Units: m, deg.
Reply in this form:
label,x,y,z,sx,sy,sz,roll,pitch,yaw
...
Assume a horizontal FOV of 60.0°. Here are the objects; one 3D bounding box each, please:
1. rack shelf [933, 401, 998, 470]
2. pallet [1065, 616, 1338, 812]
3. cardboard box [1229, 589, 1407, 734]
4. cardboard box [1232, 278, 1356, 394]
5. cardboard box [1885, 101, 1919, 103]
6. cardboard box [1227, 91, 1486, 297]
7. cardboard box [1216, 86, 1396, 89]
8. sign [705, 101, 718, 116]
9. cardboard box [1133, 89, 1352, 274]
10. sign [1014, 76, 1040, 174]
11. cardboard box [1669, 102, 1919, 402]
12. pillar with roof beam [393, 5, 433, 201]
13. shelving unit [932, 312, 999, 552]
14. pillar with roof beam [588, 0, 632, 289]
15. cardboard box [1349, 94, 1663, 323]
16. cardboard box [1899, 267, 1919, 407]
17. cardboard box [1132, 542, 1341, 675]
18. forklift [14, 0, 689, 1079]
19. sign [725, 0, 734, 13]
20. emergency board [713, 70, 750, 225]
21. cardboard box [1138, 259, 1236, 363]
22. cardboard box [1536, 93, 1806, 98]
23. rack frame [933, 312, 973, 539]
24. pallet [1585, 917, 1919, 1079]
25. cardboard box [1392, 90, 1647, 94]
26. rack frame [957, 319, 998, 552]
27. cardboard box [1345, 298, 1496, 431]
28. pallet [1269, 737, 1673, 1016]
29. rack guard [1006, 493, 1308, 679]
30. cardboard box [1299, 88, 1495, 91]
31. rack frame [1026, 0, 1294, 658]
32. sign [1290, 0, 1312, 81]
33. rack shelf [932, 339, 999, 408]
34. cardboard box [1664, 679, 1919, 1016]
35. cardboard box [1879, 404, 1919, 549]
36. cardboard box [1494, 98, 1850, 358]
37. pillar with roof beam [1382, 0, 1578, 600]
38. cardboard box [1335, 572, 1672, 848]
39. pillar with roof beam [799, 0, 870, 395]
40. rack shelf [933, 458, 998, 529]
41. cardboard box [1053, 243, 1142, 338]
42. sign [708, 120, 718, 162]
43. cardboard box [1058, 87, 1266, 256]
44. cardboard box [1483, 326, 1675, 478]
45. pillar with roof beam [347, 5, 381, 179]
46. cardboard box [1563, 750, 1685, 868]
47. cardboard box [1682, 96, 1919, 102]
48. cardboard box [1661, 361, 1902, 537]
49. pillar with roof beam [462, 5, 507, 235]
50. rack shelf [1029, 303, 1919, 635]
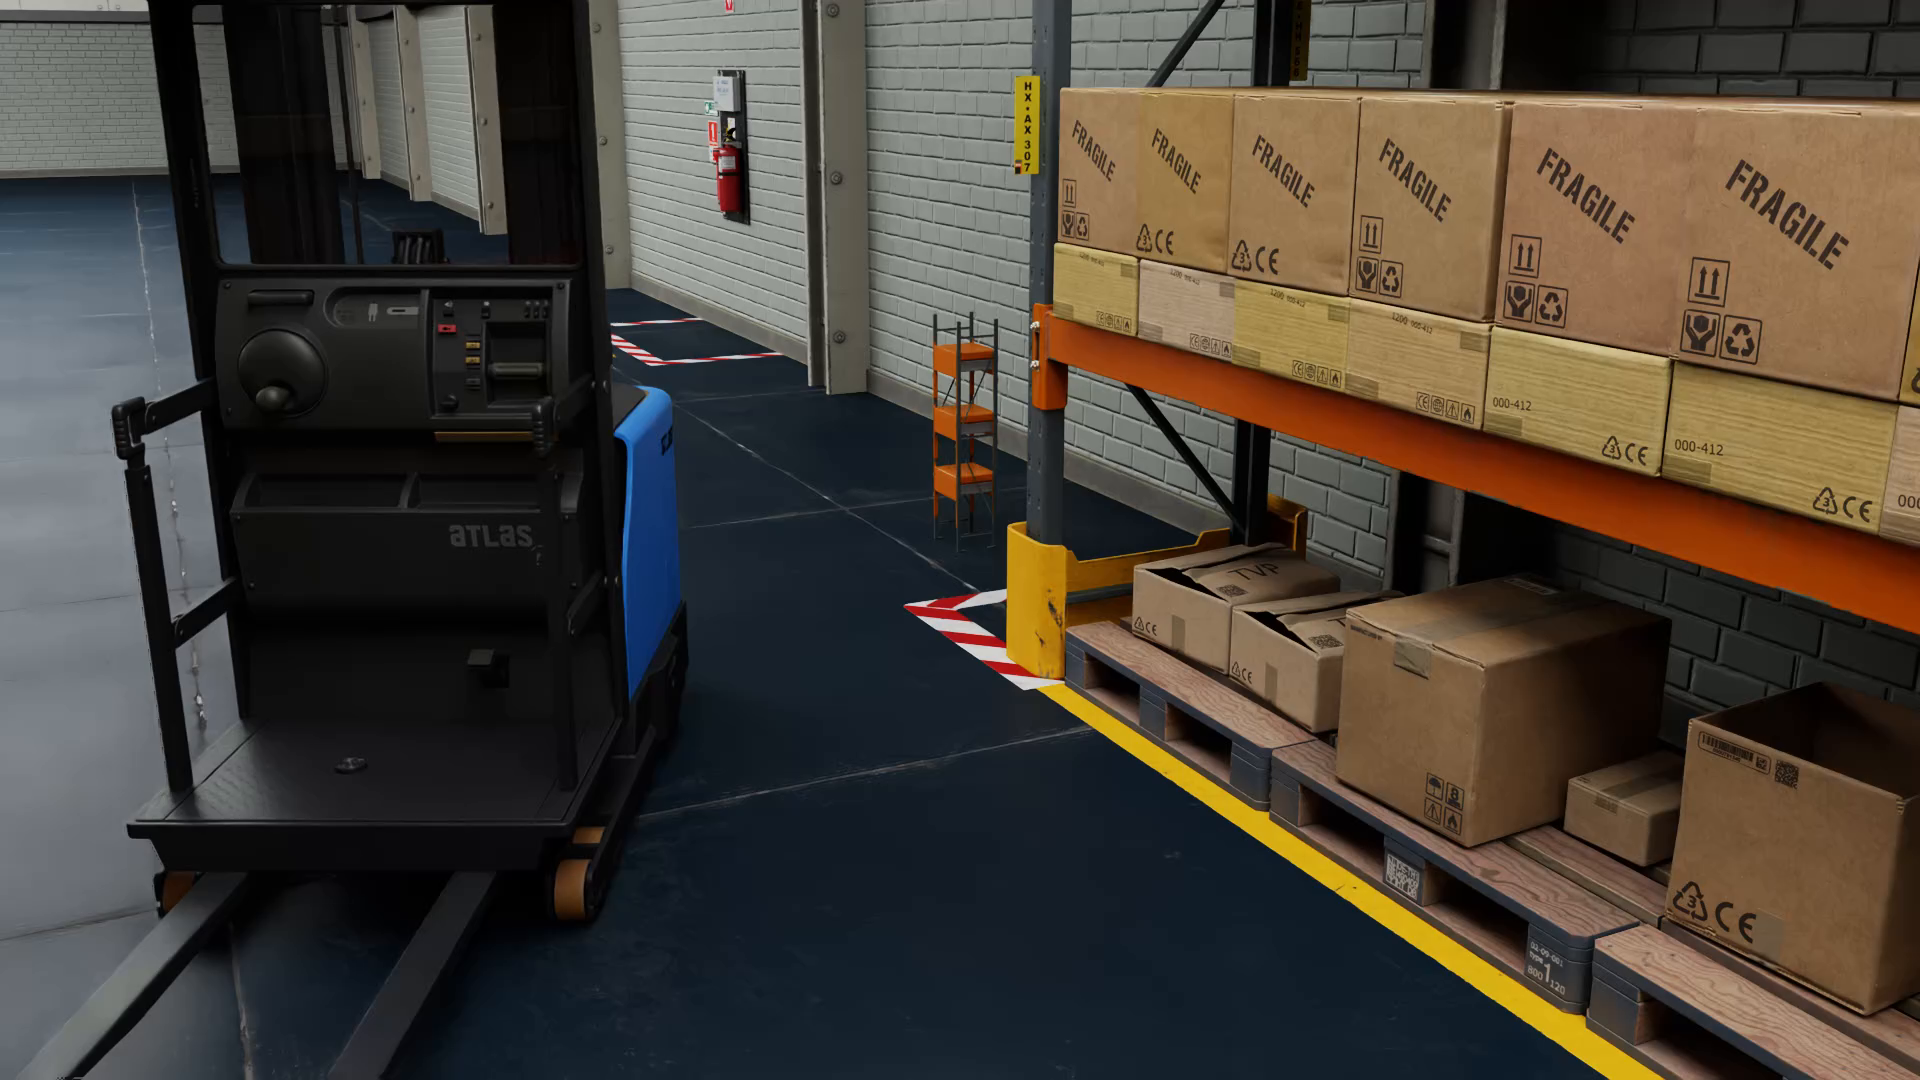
label,x,y,z,sx,sy,sz,roll,pitch,yaw
rack shelf,0.023,-0.481,7.563,0.215,0.259,0.240,-8,18,-25
pallet,1.077,0.500,5.625,1.003,0.211,1.213,-8,18,-25
cardboard box,1.192,0.340,5.204,0.500,0.311,0.500,-6,17,-20
cardboard box,1.106,-0.589,4.600,0.500,0.250,0.500,-8,18,-26
cardboard box,2.231,-0.641,3.423,0.500,0.500,0.500,-8,18,-25
cardboard box,1.087,-0.955,4.518,0.500,0.500,0.500,-8,18,-27
cardboard box,1.117,-1.271,5.619,0.500,0.500,0.500,-8,18,-26
sign,-2.028,-3.520,13.553,0.001,0.109,0.331,-8,18,-25
cardboard box,0.866,-1.084,4.967,0.500,0.500,0.500,-8,18,-25
sign,0.232,-1.415,5.675,0.100,0.325,0.005,-8,18,-25
cardboard box,1.763,-0.574,3.188,0.500,0.500,0.500,-8,18,-25
pillar with roof beam,-12.580,-9.310,23.879,9.100,9.000,0.400,-8,18,-25
shelving unit,0.023,-0.491,7.560,0.215,1.050,0.252,-8,18,-25
pillar with roof beam,-7.323,-6.334,13.510,9.100,9.000,0.400,-8,18,-25
cardboard box,1.324,-0.829,4.077,0.500,0.500,0.500,-7,17,-23
cardboard box,1.987,-0.451,2.759,0.500,0.500,0.500,-8,18,-25
cardboard box,0.942,0.199,5.697,0.500,0.311,0.500,-10,19,-31
forklift,-1.493,-0.504,4.193,1.130,2.935,3.031,0,16,0
sign,-1.787,-4.229,12.847,0.001,0.298,0.199,-8,18,-25
emergency board,-1.873,-3.101,13.118,0.194,1.169,0.643,-8,18,-25
cardboard box,0.888,-0.716,5.042,0.500,0.250,0.500,-8,18,-27
cardboard box,1.780,-0.893,4.300,0.500,0.500,0.500,-7,18,-24
rack frame,-0.030,-0.522,7.665,0.200,1.050,0.008,-8,18,-25
pallet,2.146,1.105,3.516,1.003,0.211,1.213,-8,18,-25
cardboard box,1.559,-1.018,4.735,0.500,0.500,0.500,-8,18,-26
rack frame,0.077,-0.461,7.454,0.200,1.050,0.008,-8,18,-25
cardboard box,1.326,-0.463,4.162,0.500,0.250,0.500,-7,18,-24
pallet,1.608,0.802,4.572,1.003,0.211,1.213,-8,18,-25
rack guard,0.753,0.156,6.302,1.175,0.500,0.348,-8,18,-25
cardboard box,1.329,-1.145,5.180,0.500,0.500,0.500,-7,18,-24
rack frame,0.720,-1.065,6.023,1.000,3.000,0.127,-8,18,-25
sign,1.227,-1.835,6.036,0.100,0.325,0.005,-8,18,-25
rack shelf,0.023,-0.754,7.484,0.215,0.259,0.240,-8,18,-25
cardboard box,1.981,0.665,3.730,0.500,0.500,0.500,-9,18,-29
cardboard box,1.992,-0.091,2.866,0.500,0.250,0.500,-8,18,-25
cardboard box,1.552,-0.700,3.628,0.500,0.500,0.500,-8,18,-26
pillar with roof beam,-2.066,-3.359,3.142,9.100,9.000,0.400,-8,18,-25
cardboard box,1.468,0.437,4.523,0.700,0.500,0.500,-9,18,-28
pillar with roof beam,-4.695,-4.847,8.326,9.100,9.000,0.400,-8,18,-25
rack shelf,0.023,-0.214,7.639,0.215,0.259,0.240,-8,18,-25
cardboard box,0.648,-0.843,5.485,0.500,0.250,0.500,-8,18,-27
sign,-2.022,-3.267,13.634,0.001,0.329,0.234,-8,18,-25
cardboard box,0.659,-1.208,5.398,0.500,0.500,0.500,-8,18,-25
cardboard box,1.547,-0.339,3.728,0.500,0.250,0.500,-8,18,-25
pillar with roof beam,-15.209,-10.798,29.063,9.100,9.000,0.400,-8,18,-25
cardboard box,1.789,0.687,4.289,0.380,0.149,0.250,-9,18,-29
cardboard box,2.017,-0.766,3.856,0.500,0.500,0.500,-7,17,-23
cardboard box,1.781,-0.216,3.300,0.500,0.250,0.500,-8,18,-25
pillar with roof beam,-9.952,-7.822,18.695,9.100,9.000,0.400,-8,18,-25
rack shelf,1.596,-0.223,4.394,1.077,0.370,4.000,-8,18,-25
